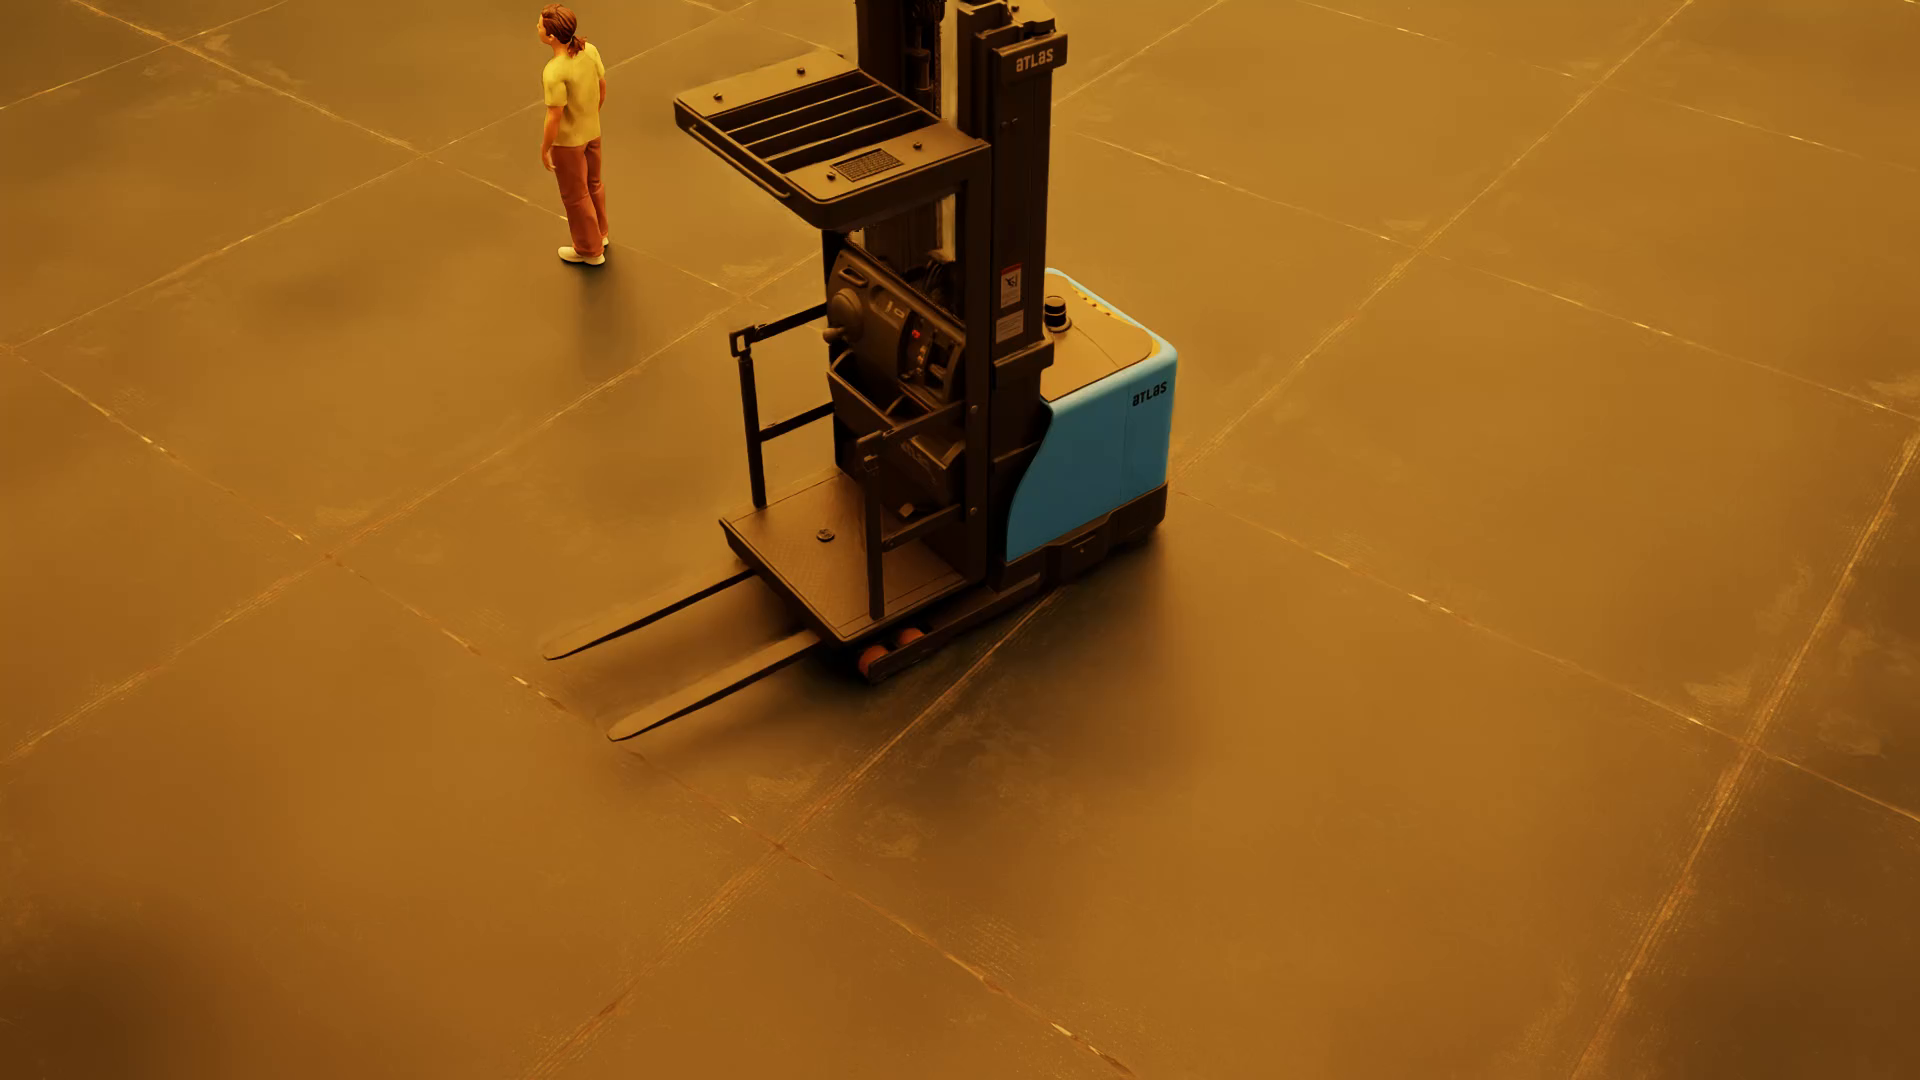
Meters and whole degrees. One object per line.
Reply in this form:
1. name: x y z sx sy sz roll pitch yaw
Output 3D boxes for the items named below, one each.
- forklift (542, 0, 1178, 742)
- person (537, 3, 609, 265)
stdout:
1. forklift: -0.453 -0.861 7.084 3.031 2.935 1.130 -26 47 -27
2. person: -2.335 -2.391 9.844 0.548 1.660 0.552 19 44 21
